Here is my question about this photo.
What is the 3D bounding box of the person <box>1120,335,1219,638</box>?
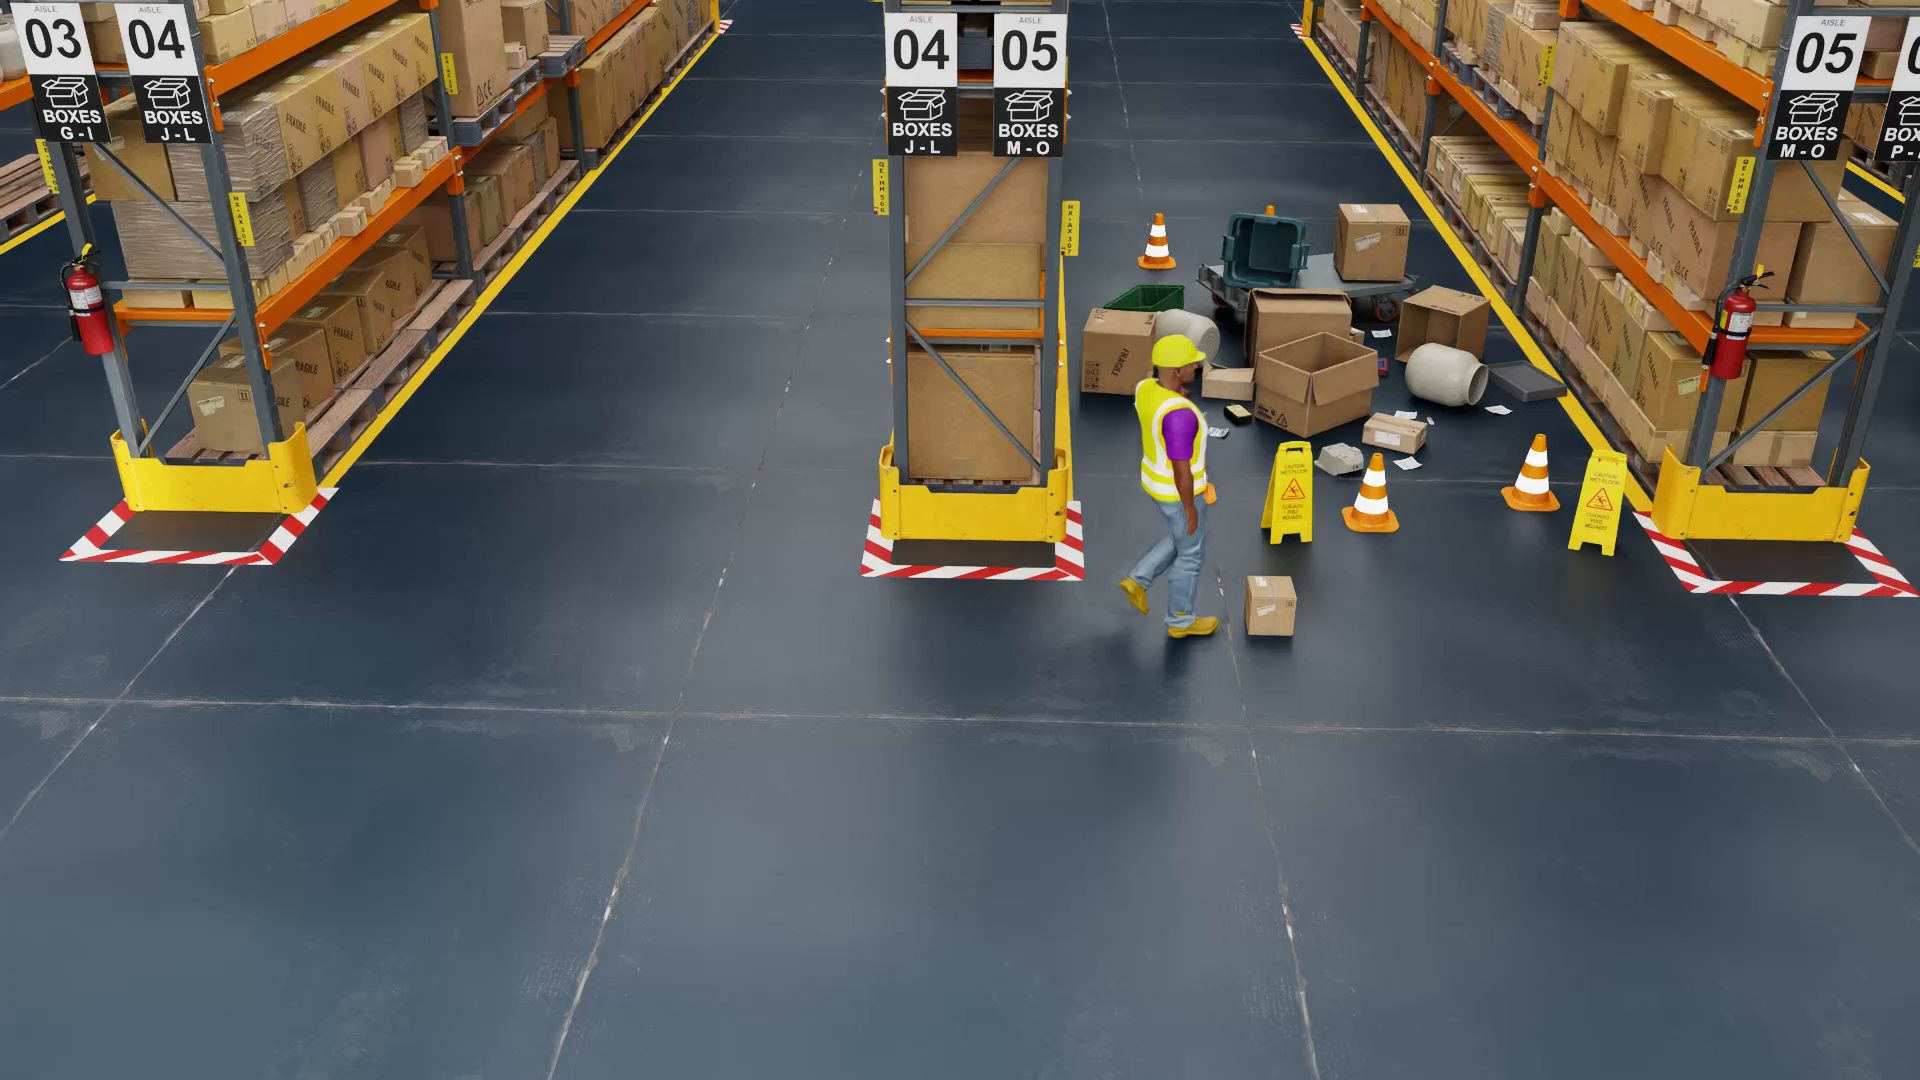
[{"bbox_3d":[1.188,-0.292,9.116,0.544,1.752,0.589,-7,29,-13],"label":"person"}]
